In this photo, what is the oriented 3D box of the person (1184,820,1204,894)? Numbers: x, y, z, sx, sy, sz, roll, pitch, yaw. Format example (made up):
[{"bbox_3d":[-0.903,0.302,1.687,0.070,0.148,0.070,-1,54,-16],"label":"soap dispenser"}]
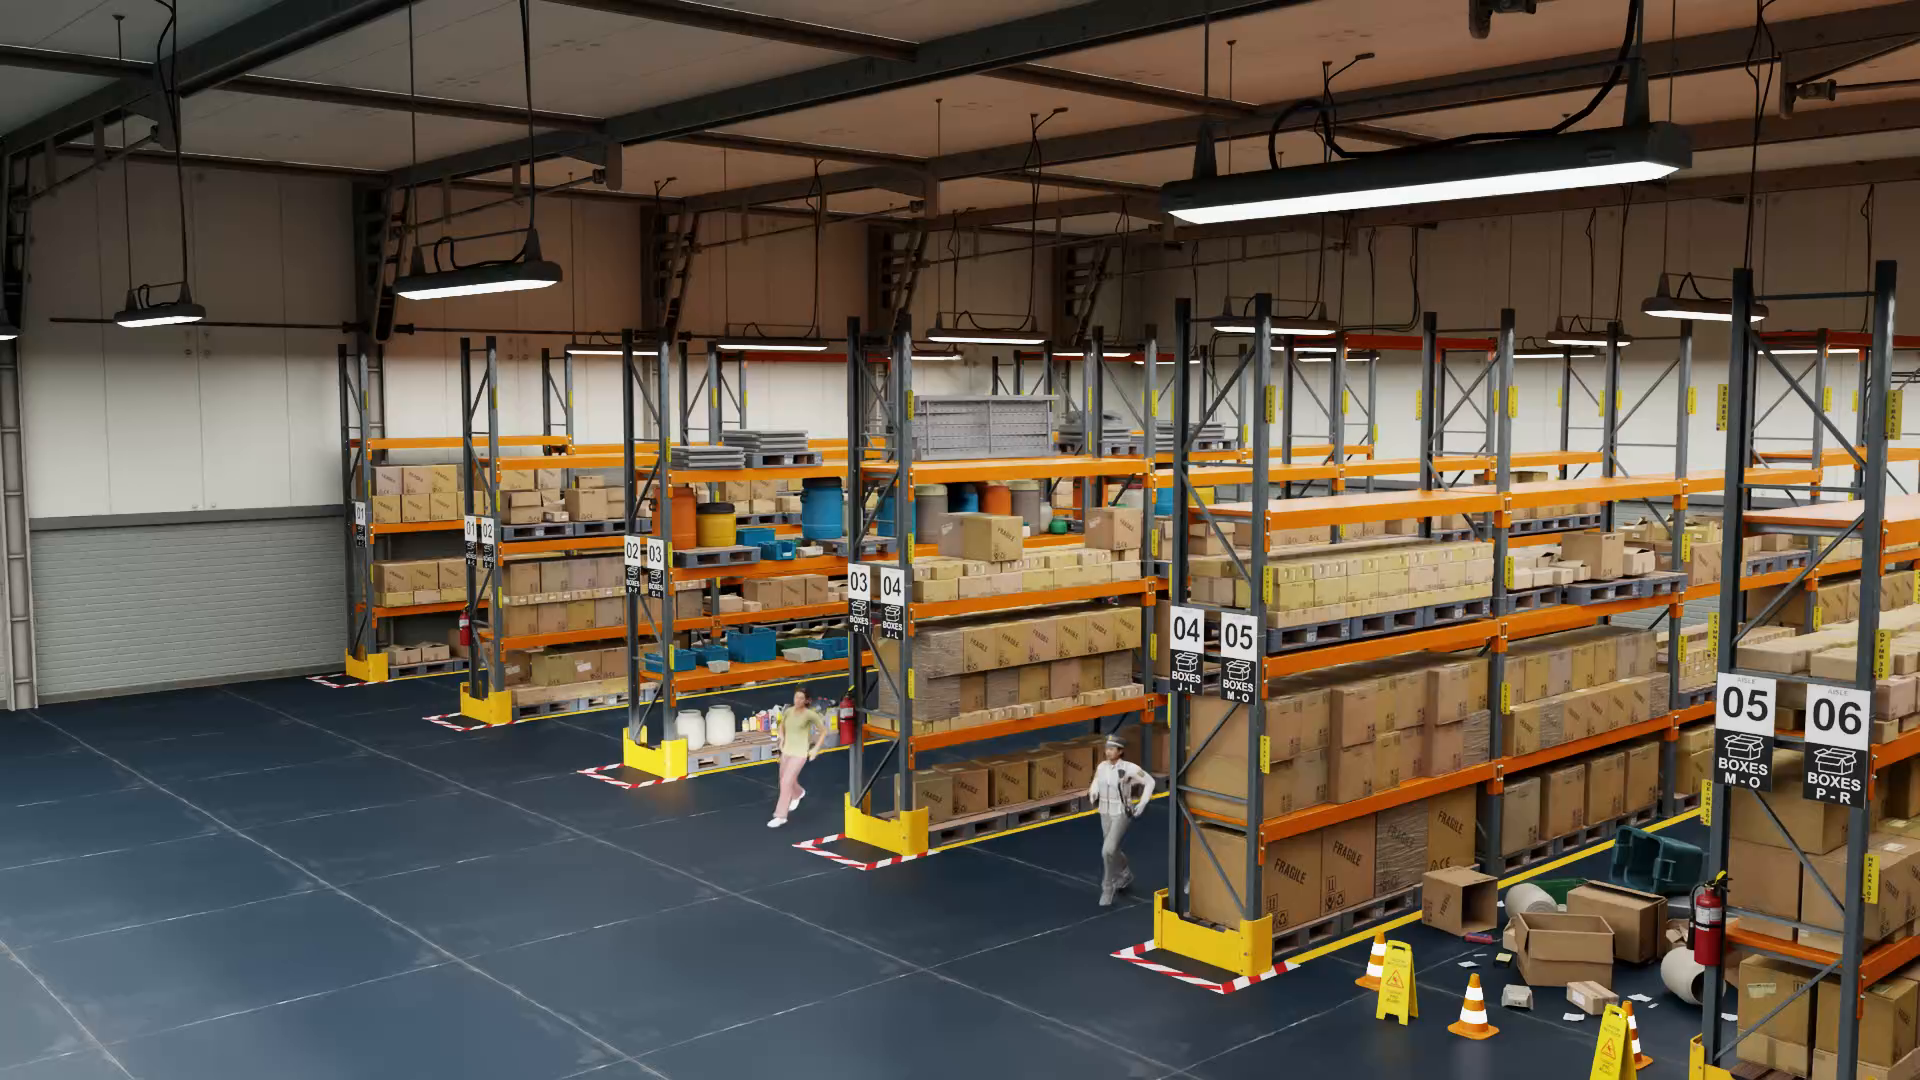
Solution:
[{"bbox_3d":[2.666,2.777,17.300,0.599,1.701,0.815,4,6,37],"label":"person"}]

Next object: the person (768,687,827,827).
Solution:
[{"bbox_3d":[-1.914,2.572,19.897,0.649,1.630,0.821,3,6,28],"label":"person"}]

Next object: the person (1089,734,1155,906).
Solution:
[{"bbox_3d":[1.600,2.830,16.928,0.618,1.728,0.733,5,7,42],"label":"person"}]
